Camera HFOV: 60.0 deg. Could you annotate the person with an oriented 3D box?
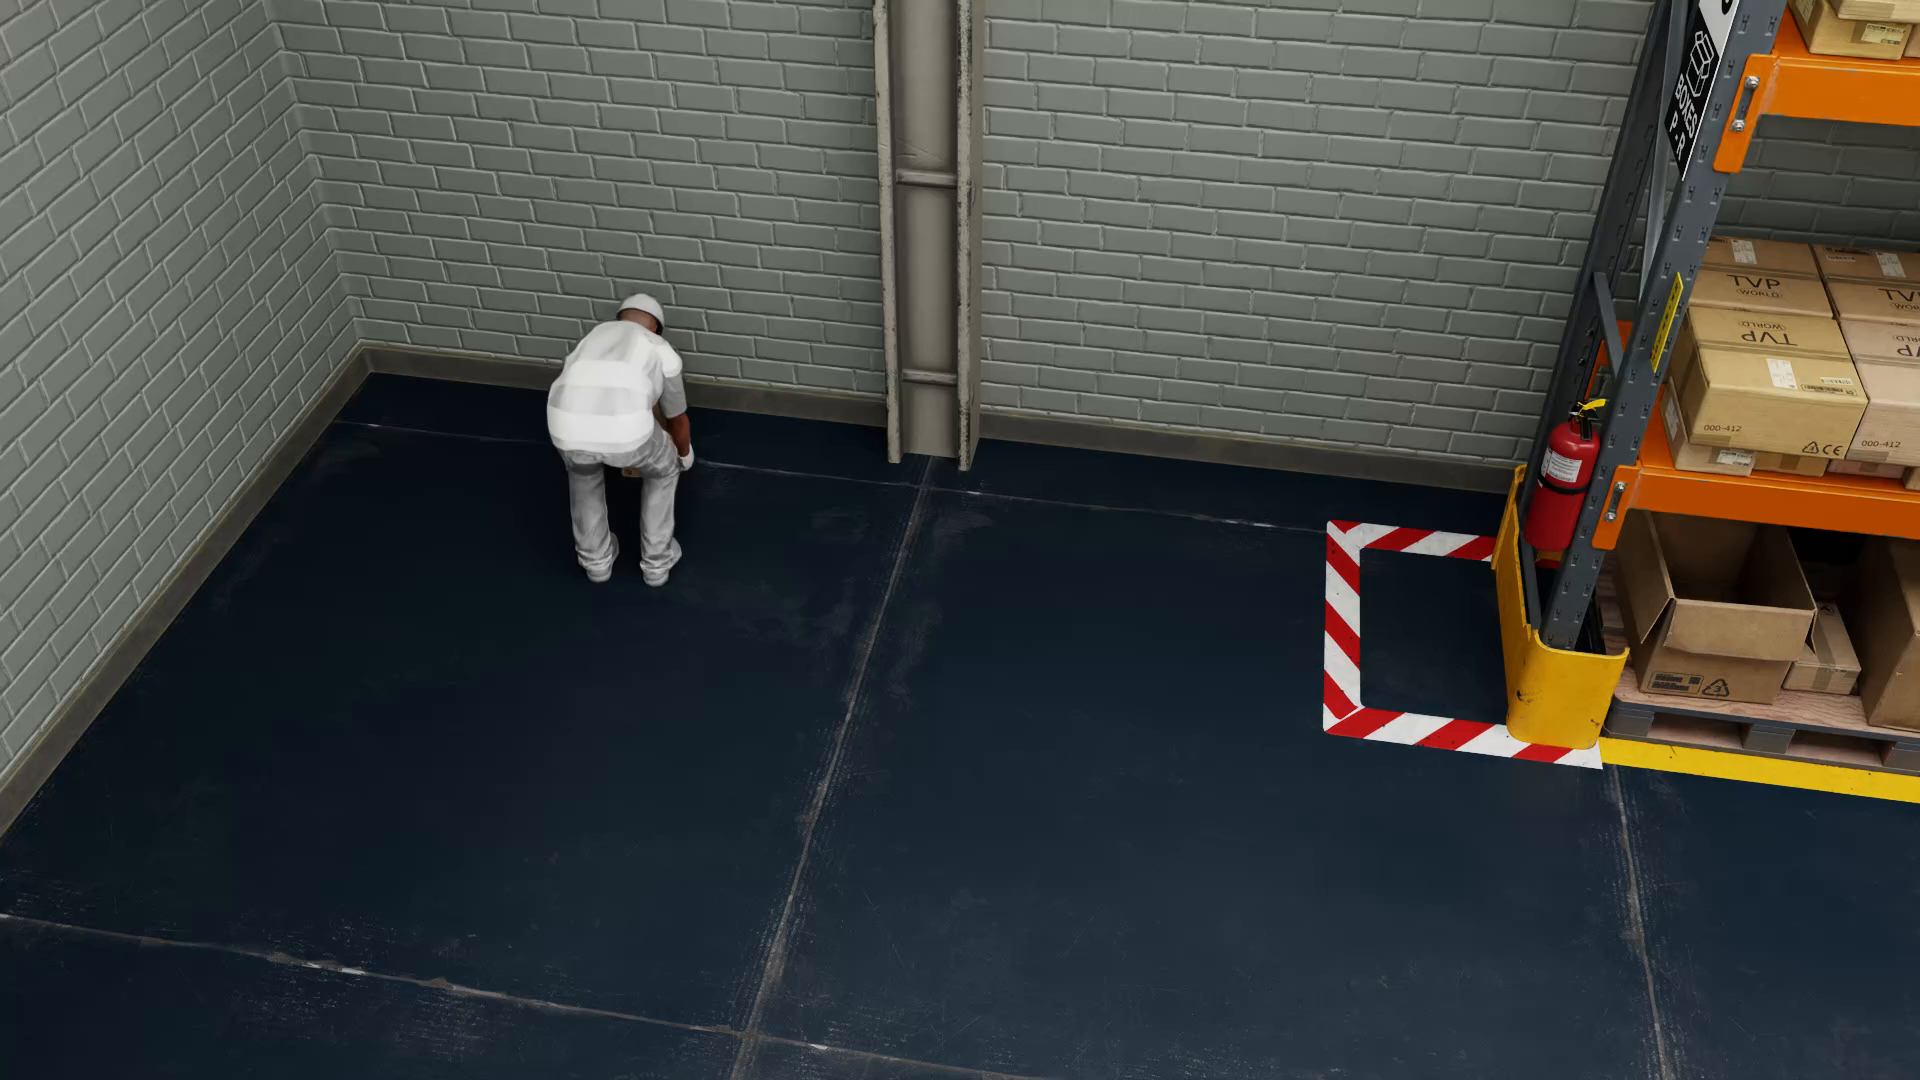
[{"bbox_3d":[-1.438,-0.445,7.206,0.507,1.085,0.986,2,40,3],"label":"person"}]
